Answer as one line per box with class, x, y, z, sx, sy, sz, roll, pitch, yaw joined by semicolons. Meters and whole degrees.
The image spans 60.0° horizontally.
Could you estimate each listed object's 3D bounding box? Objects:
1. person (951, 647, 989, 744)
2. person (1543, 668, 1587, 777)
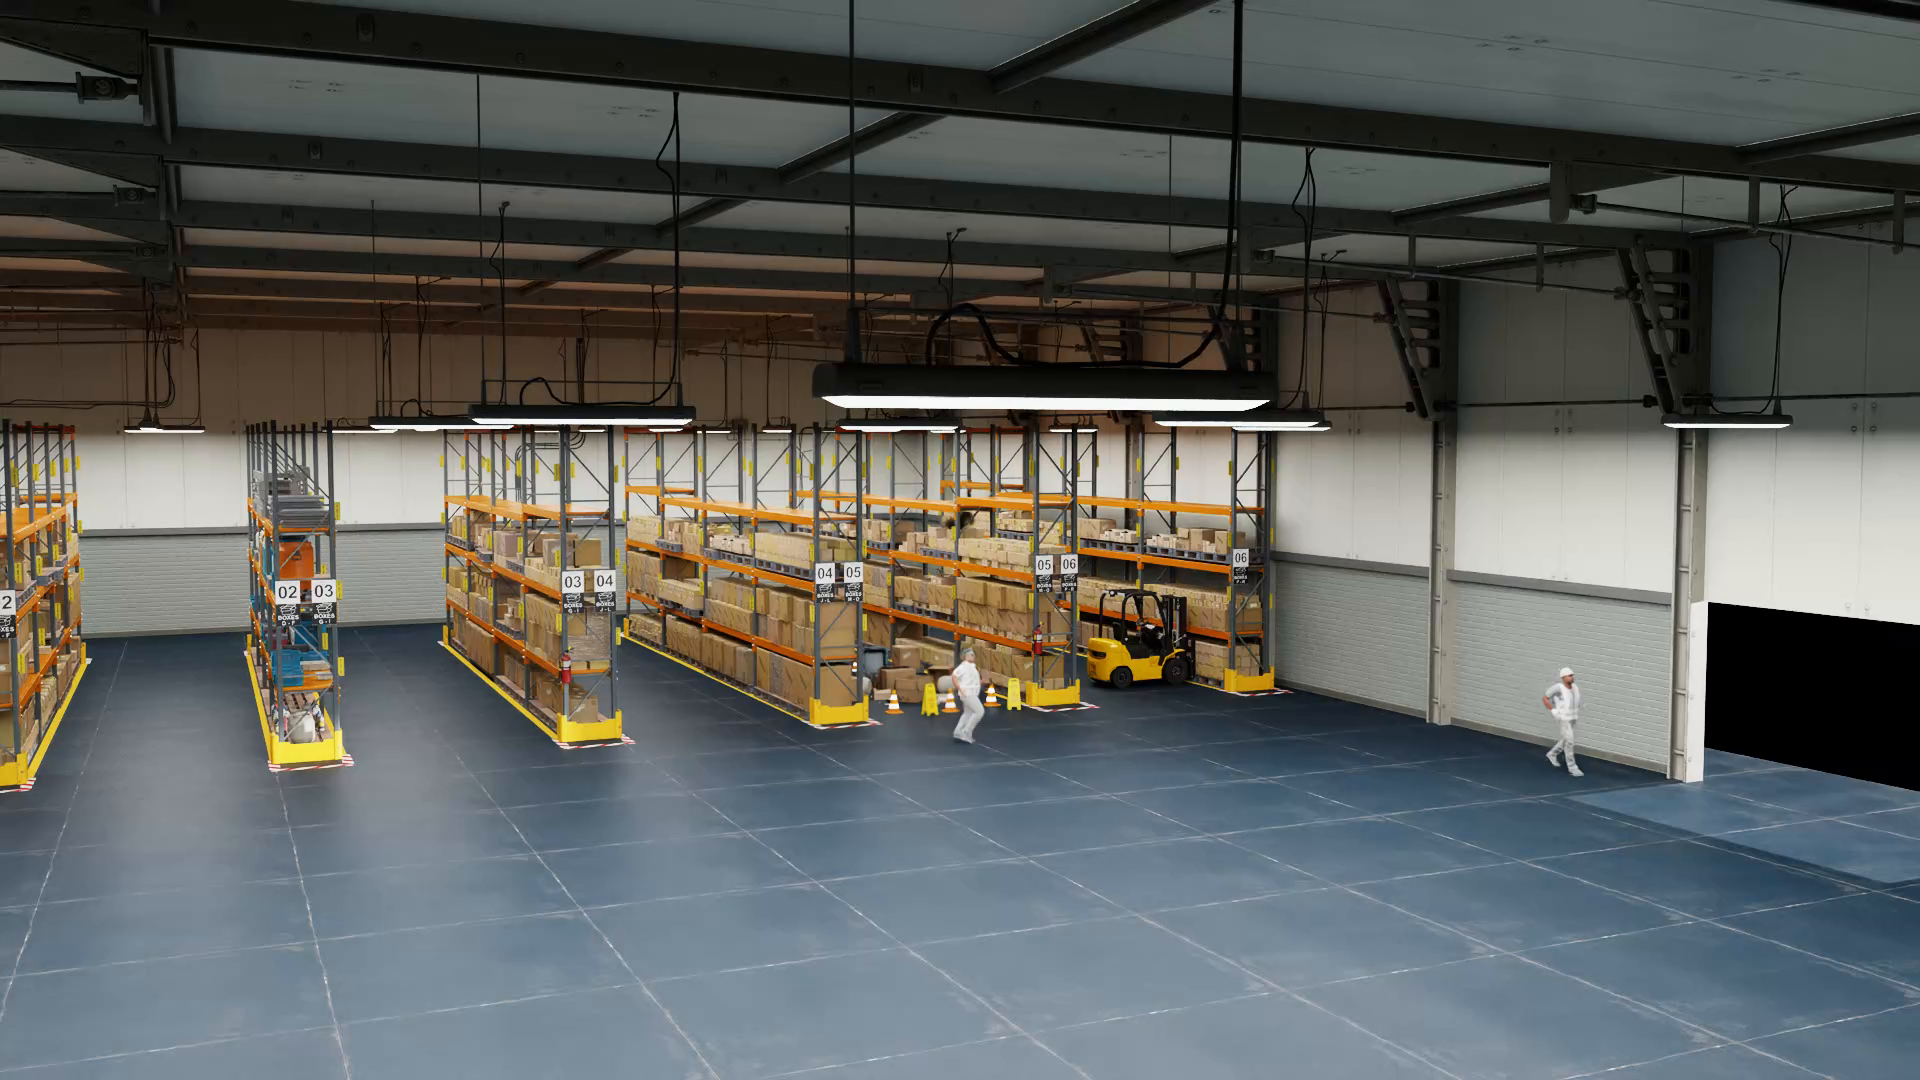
person;0.205;2.904;31.056;0.703;1.802;0.636;1;4;13
person;10.284;3.056;28.253;0.678;1.792;0.860;-2;4;-31
